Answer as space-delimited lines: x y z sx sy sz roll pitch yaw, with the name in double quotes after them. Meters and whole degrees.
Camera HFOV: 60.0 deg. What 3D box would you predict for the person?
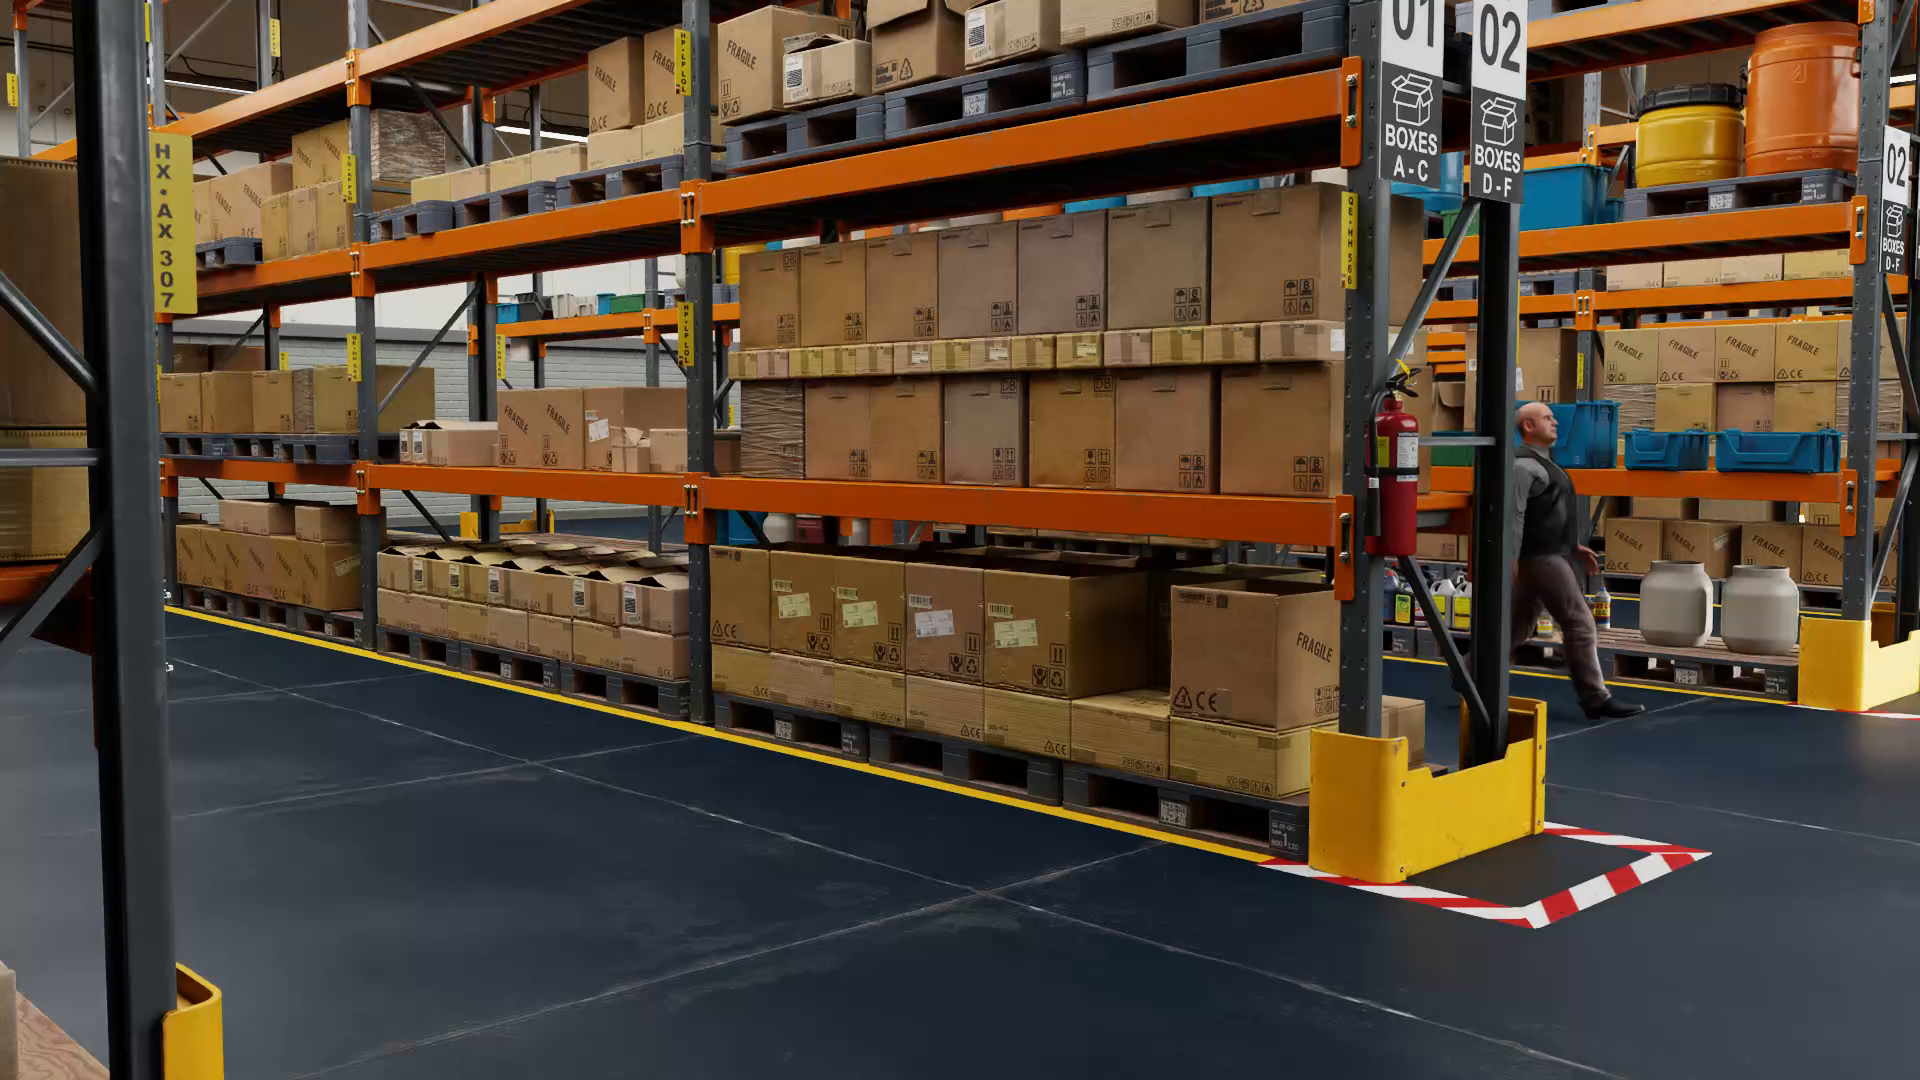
3.194 0.098 8.958 1.023 1.676 0.538 2 4 27 "person"
